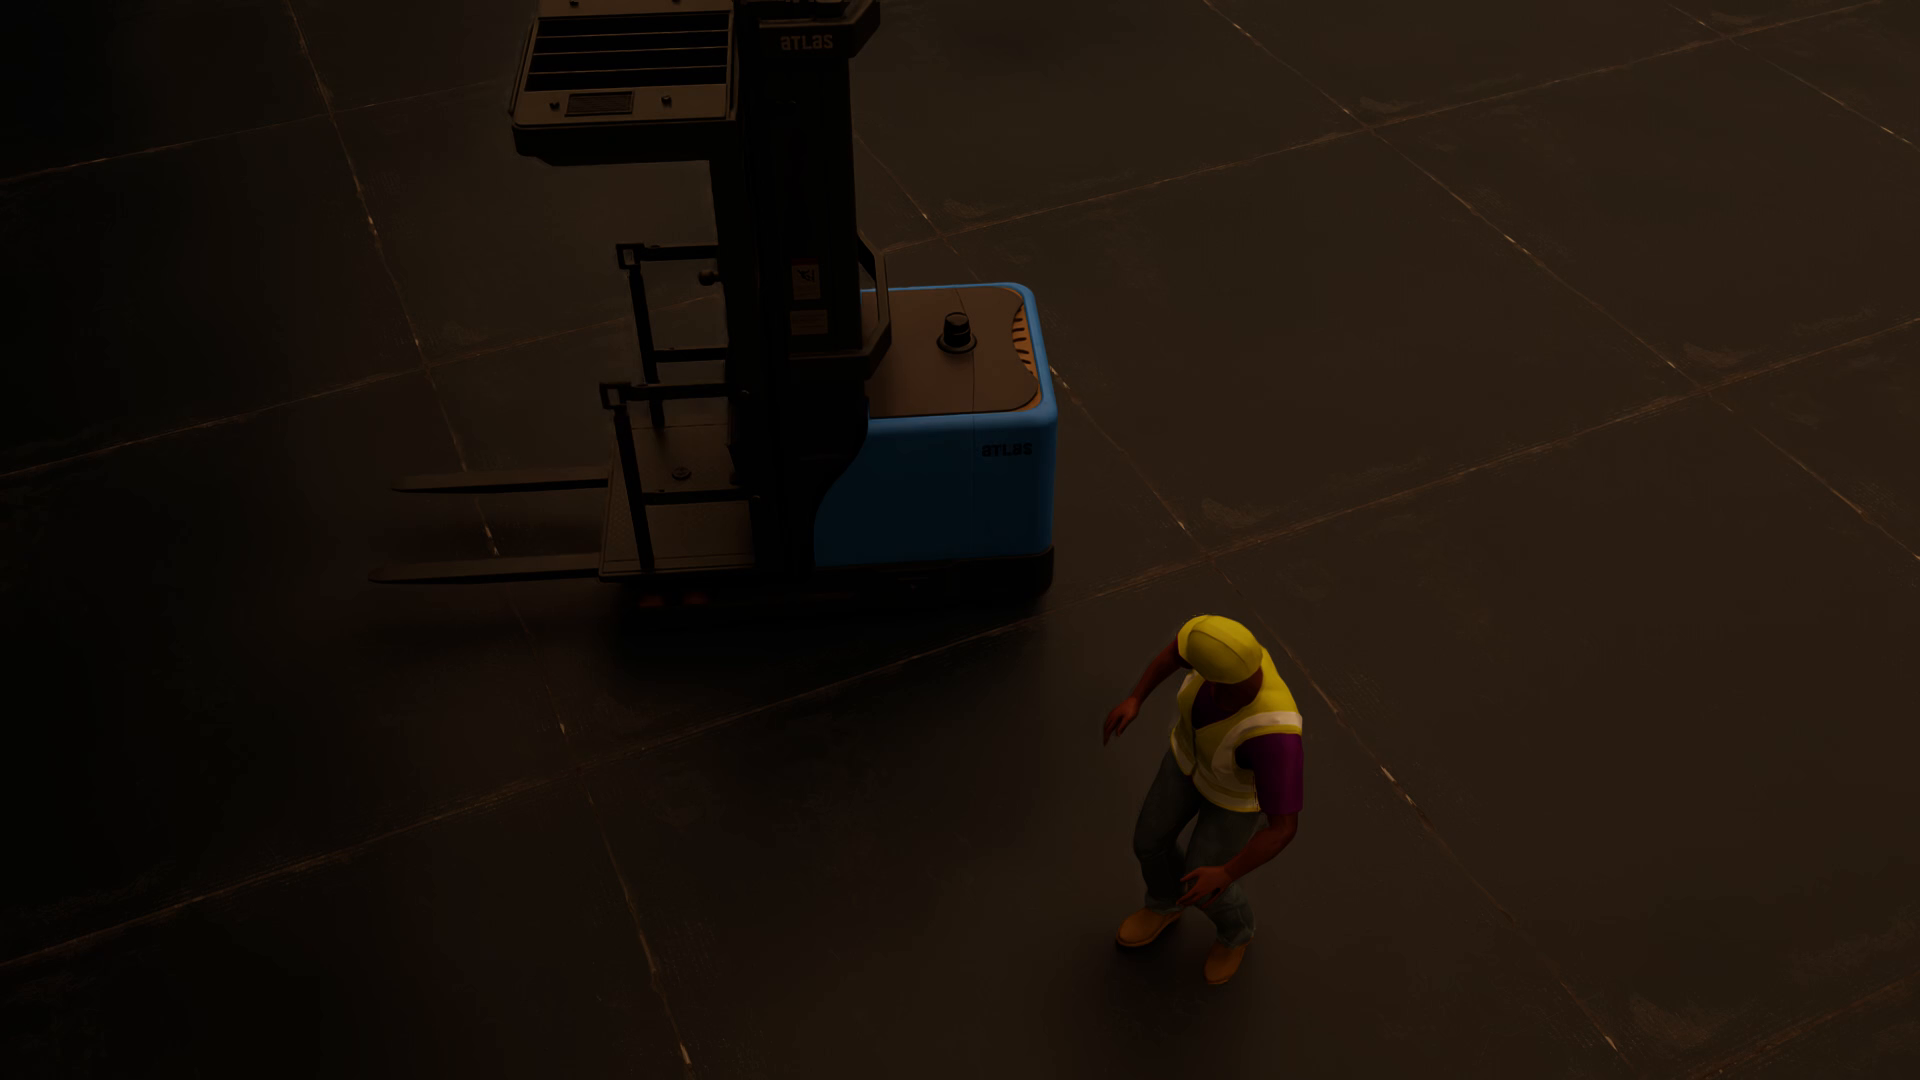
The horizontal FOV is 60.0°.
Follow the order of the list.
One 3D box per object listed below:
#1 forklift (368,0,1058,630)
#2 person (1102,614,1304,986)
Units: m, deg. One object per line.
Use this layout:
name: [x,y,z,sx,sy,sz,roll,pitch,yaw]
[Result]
forklift: [-1.126,-1.047,6.802,3.031,2.935,1.130,-3,43,-4]
person: [0.811,0.886,5.666,0.645,1.716,0.821,-24,48,-23]
